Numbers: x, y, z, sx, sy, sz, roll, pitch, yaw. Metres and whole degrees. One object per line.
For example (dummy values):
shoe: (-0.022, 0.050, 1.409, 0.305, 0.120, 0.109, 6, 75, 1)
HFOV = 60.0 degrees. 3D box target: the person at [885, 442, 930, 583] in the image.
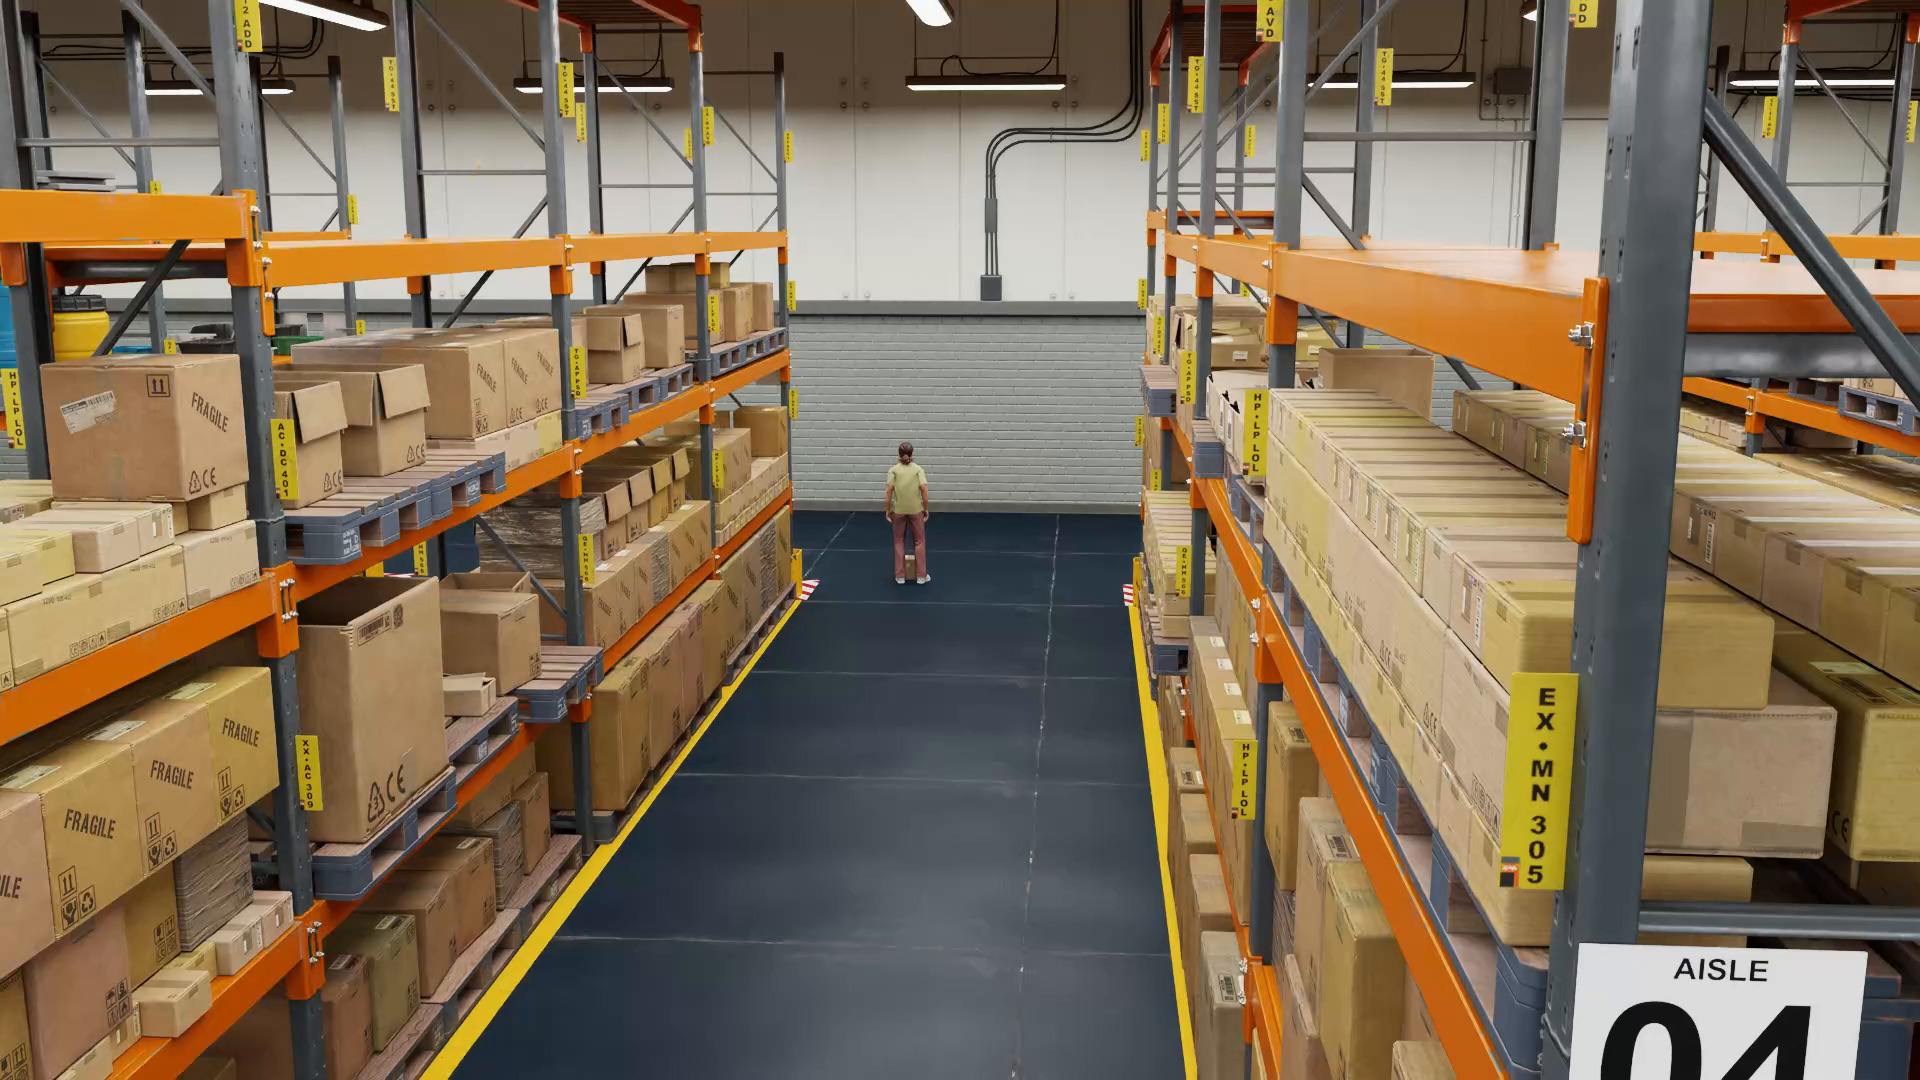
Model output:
person: (-0.617, -0.322, 19.615, 0.517, 1.673, 0.355, 0, 11, 1)
